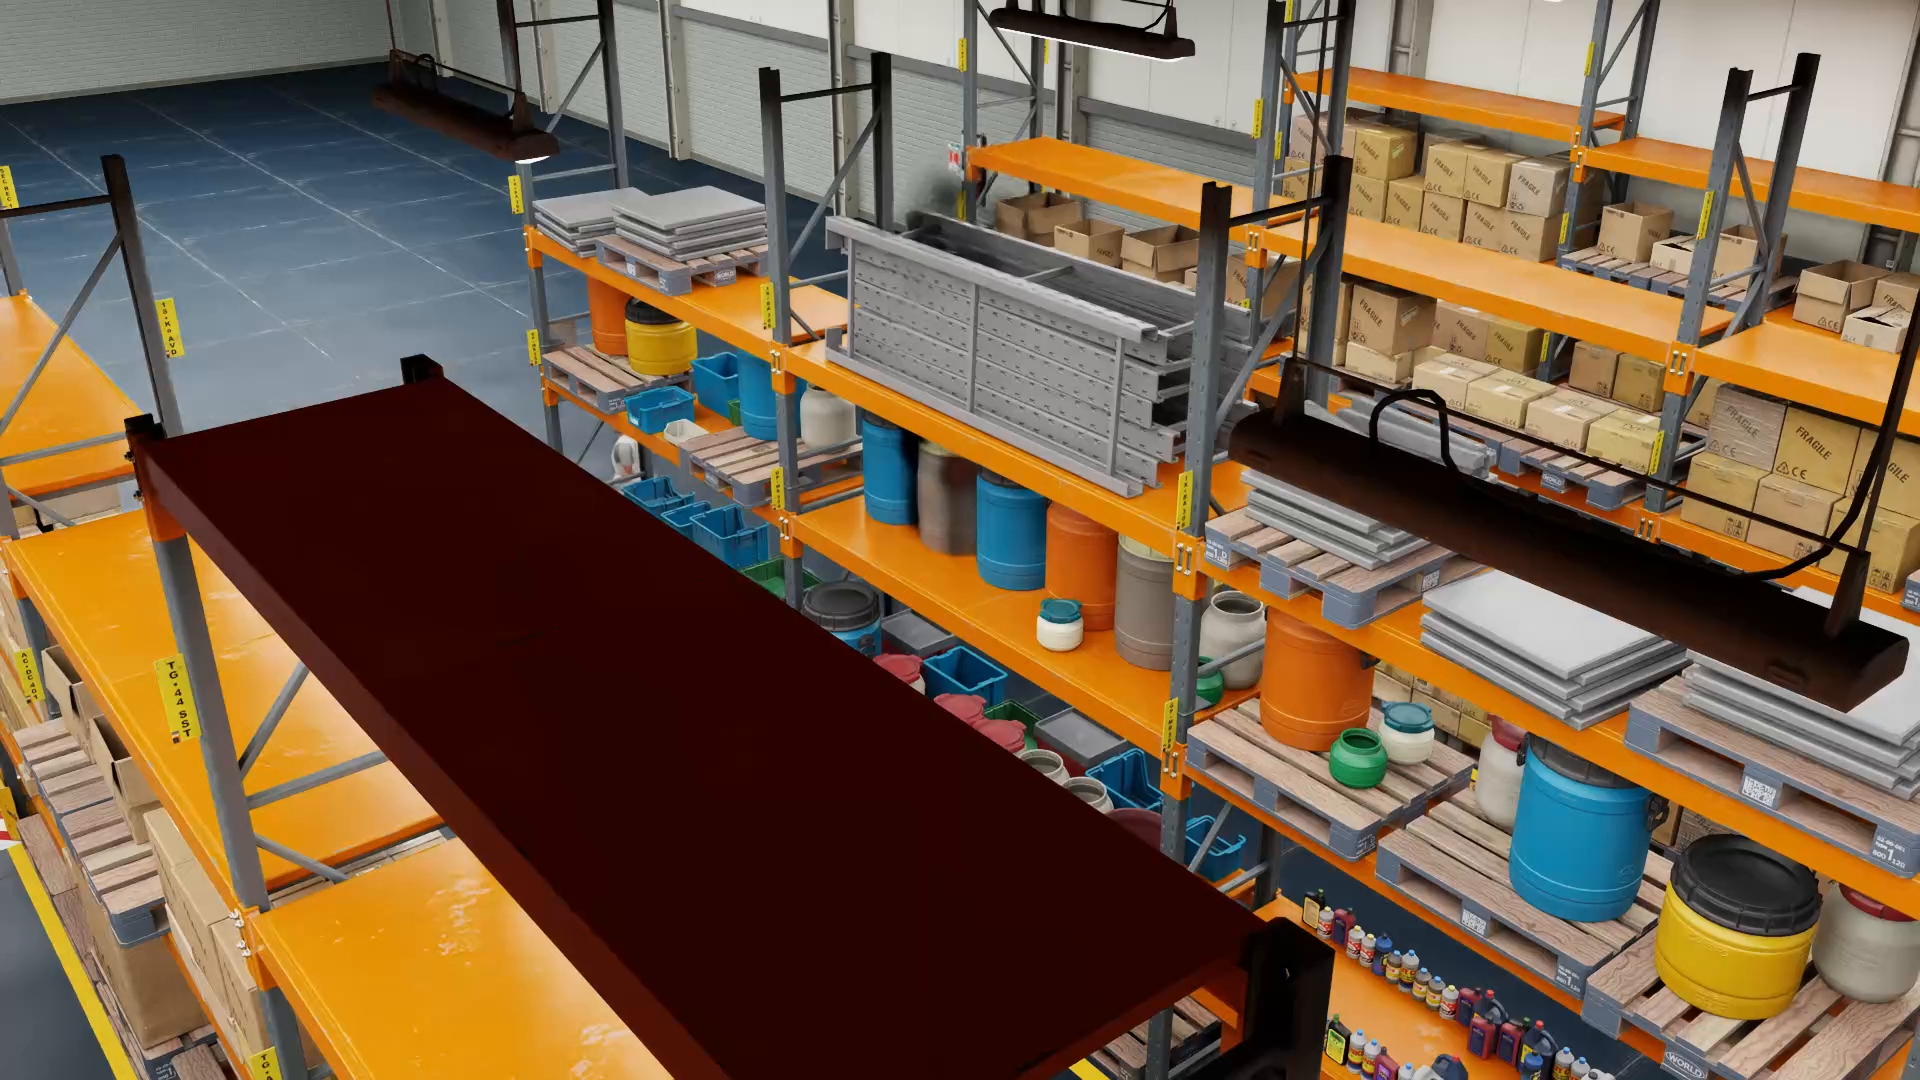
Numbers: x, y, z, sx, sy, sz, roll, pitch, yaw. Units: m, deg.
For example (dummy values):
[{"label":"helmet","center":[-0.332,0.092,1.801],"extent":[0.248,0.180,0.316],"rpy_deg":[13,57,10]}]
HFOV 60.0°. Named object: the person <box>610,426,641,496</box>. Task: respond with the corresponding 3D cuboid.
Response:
[{"label":"person","center":[-3.490,-0.612,17.579],"extent":[0.569,1.706,0.661],"rpy_deg":[8,27,16]}]
